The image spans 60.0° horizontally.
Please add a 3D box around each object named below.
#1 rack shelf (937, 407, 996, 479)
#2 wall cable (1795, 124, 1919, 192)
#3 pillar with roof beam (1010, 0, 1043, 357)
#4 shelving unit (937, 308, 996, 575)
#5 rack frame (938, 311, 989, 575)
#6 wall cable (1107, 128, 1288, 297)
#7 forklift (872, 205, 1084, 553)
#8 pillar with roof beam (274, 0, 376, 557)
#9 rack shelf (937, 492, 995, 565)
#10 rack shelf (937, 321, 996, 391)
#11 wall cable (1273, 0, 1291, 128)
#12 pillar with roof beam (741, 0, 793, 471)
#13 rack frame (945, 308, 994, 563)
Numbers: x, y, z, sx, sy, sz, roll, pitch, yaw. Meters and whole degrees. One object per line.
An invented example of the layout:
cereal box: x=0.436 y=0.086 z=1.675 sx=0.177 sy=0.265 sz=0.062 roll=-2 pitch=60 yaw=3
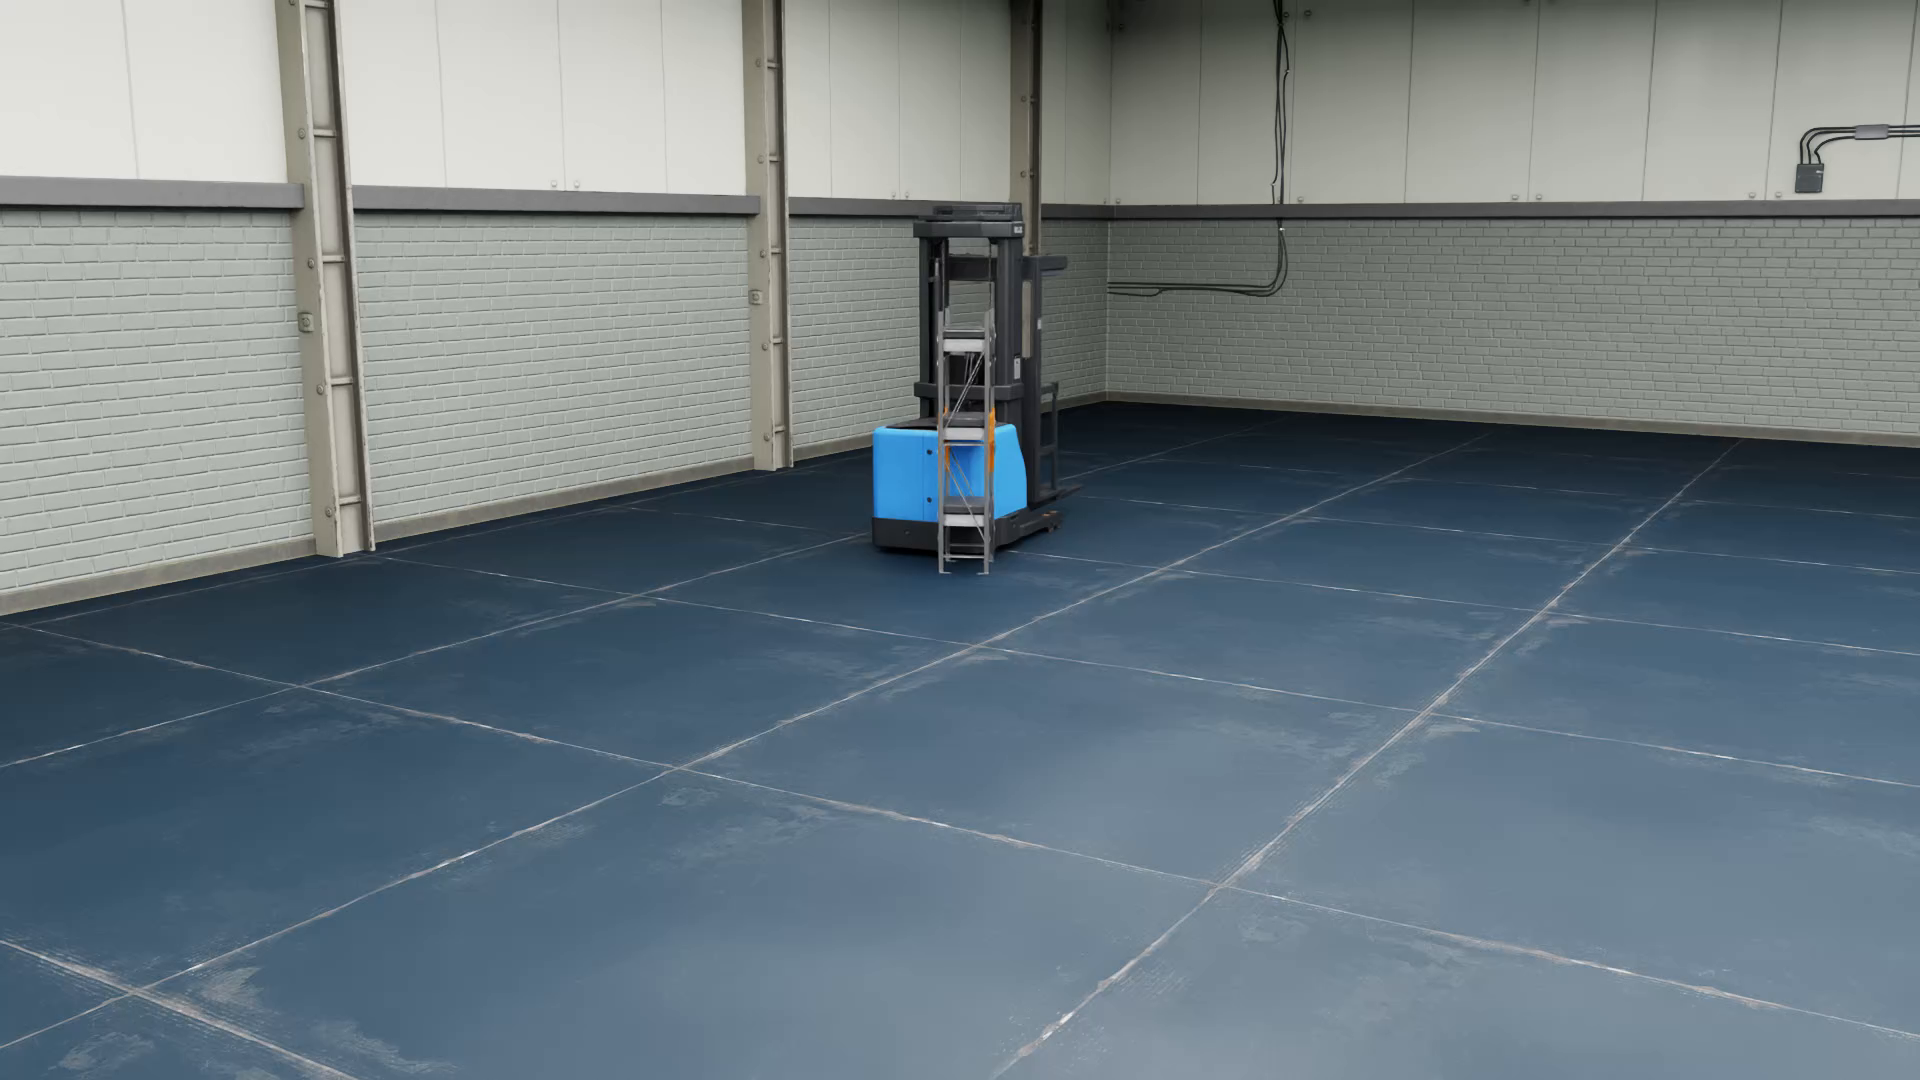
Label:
rack shelf: x=0.054 y=-0.788 z=13.446 sx=0.431 sy=0.518 sz=0.480 roll=1 pitch=11 yaw=6
wall cable: x=11.702 y=-7.307 z=20.204 sx=2.305 sy=6.003 sz=0.169 roll=6 pitch=12 yaw=31
pillar with roof beam: x=4.616 y=-5.797 z=21.377 sx=9.100 sy=9.000 sz=0.400 roll=6 pitch=12 yaw=31
shelving unit: x=0.054 y=-0.801 z=13.443 sx=0.431 sy=2.100 sz=0.503 roll=1 pitch=11 yaw=6
rack frame: x=0.030 y=-0.757 z=13.205 sx=0.400 sy=2.100 sz=0.015 roll=1 pitch=11 yaw=6
wall cable: x=3.596 y=-5.019 z=25.660 sx=3.097 sy=2.526 sz=0.112 roll=6 pitch=12 yaw=31
forklift: x=0.312 y=-1.545 z=15.155 sx=1.130 sy=2.935 sz=3.031 roll=5 pitch=12 yaw=24
pillar with roof beam: x=-1.614 y=-3.909 z=11.297 sx=9.100 sy=9.000 sz=0.400 roll=6 pitch=12 yaw=31
rack shelf: x=0.054 y=-0.100 z=13.575 sx=0.431 sy=0.518 sz=0.480 roll=1 pitch=11 yaw=6
rack shelf: x=0.054 y=-1.476 z=13.317 sx=0.431 sy=0.518 sz=0.480 roll=1 pitch=11 yaw=6
wall cable: x=5.908 y=-7.243 z=23.815 sx=3.097 sy=2.526 sz=0.112 roll=6 pitch=12 yaw=31
pillar with roof beam: x=1.501 y=-4.853 z=16.337 sx=9.100 sy=9.000 sz=0.400 roll=6 pitch=12 yaw=31
rack frame: x=0.078 y=-0.846 z=13.682 sx=0.400 sy=2.100 sz=0.015 roll=1 pitch=11 yaw=6
